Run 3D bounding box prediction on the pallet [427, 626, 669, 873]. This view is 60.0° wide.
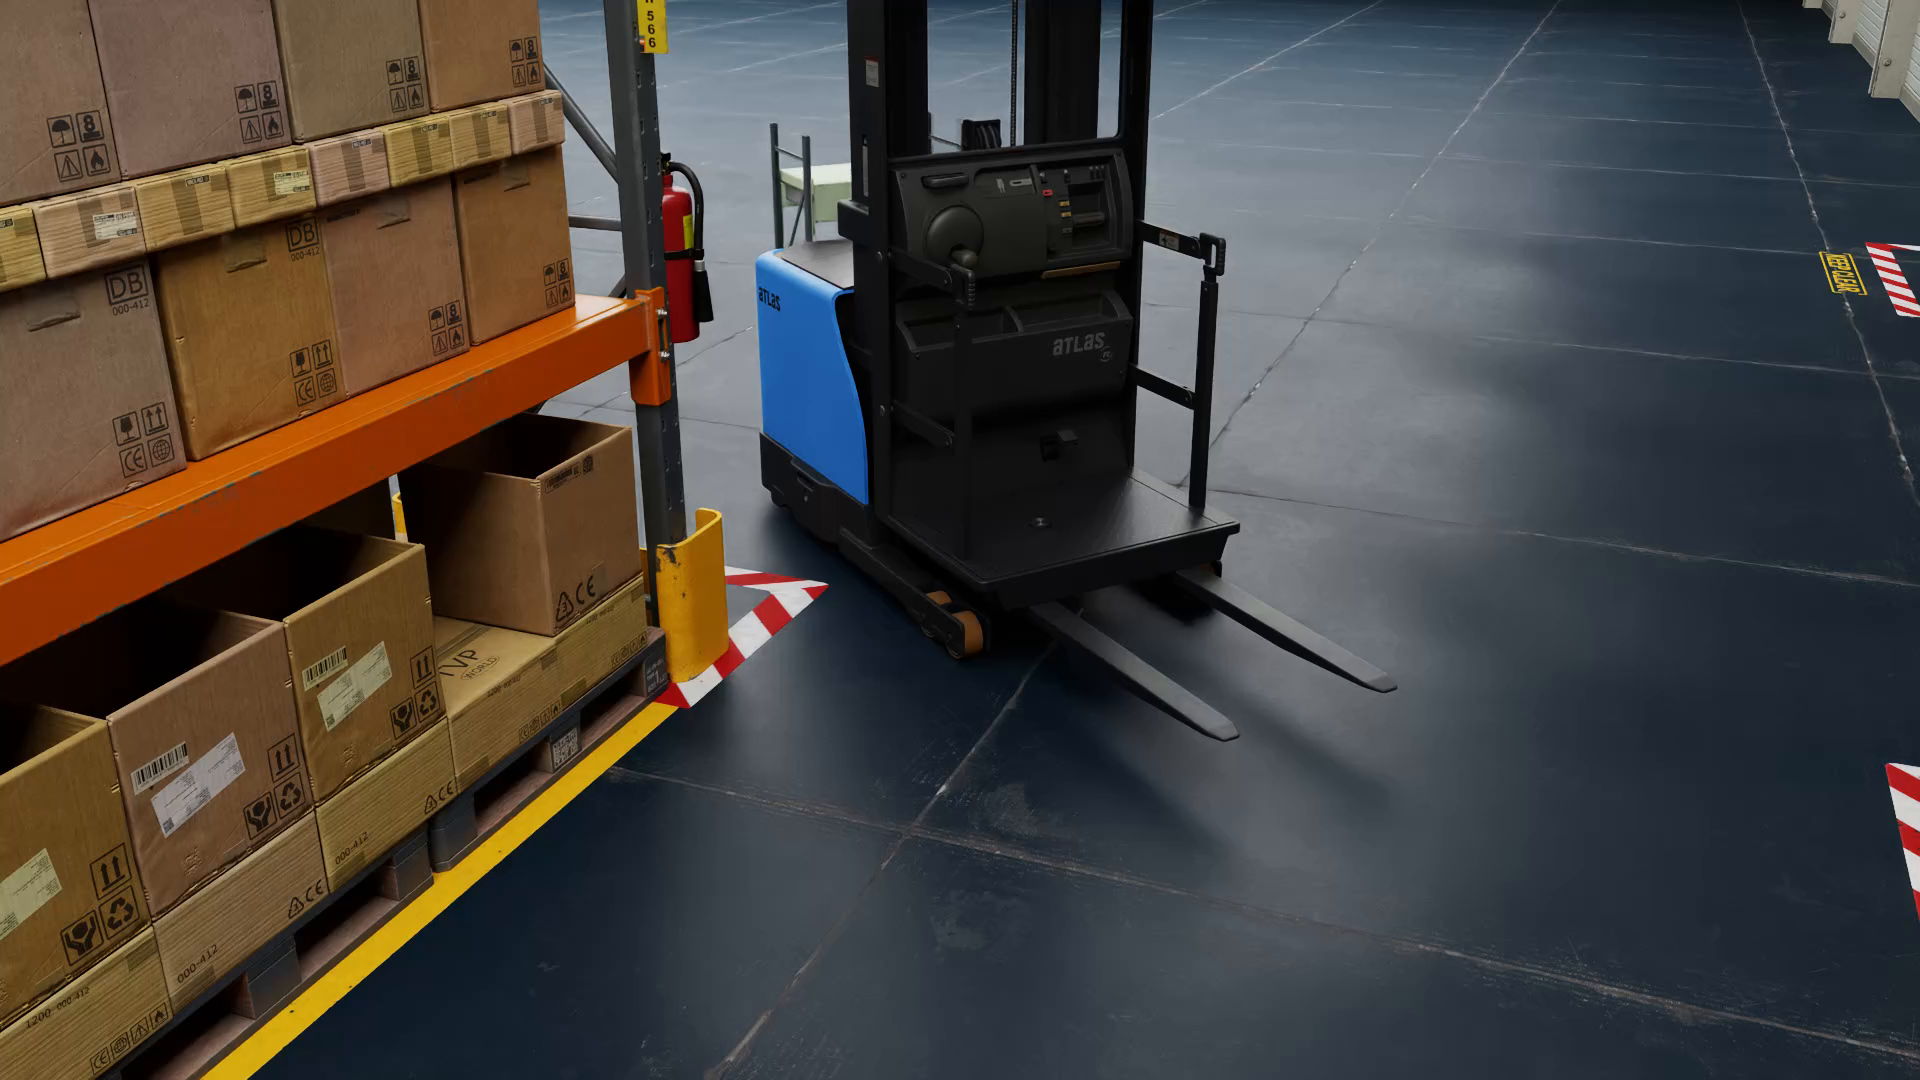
[{"bbox_3d":[-1.651,0.535,5.195,1.003,0.211,1.213,9,24,20],"label":"pallet"}]

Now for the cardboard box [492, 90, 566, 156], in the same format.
[{"bbox_3d":[-1.371,-1.213,4.790,0.380,0.149,0.250,8,24,19],"label":"cardboard box"}]

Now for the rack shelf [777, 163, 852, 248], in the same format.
[{"bbox_3d":[-0.391,-1.459,7.284,0.720,0.370,0.431,-11,25,-25],"label":"rack shelf"}]

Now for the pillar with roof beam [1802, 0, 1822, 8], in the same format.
[{"bbox_3d":[10.884,-14.069,28.757,9.100,9.000,0.400,9,24,20],"label":"pillar with roof beam"}]

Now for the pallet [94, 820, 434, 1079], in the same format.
[{"bbox_3d":[-2.106,0.970,4.154,1.003,0.211,1.213,9,24,20],"label":"pallet"}]

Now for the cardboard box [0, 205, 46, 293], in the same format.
[{"bbox_3d":[-2.040,-0.569,3.248,0.380,0.149,0.250,9,24,20],"label":"cardboard box"}]

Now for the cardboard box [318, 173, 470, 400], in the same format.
[{"bbox_3d":[-1.782,-0.724,4.461,0.700,0.500,0.500,9,24,21],"label":"cardboard box"}]

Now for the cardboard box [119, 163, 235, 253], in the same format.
[{"bbox_3d":[-1.851,-0.749,3.681,0.380,0.149,0.250,9,24,22],"label":"cardboard box"}]

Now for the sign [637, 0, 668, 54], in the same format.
[{"bbox_3d":[-0.907,-1.592,4.861,0.100,0.325,0.005,9,24,20],"label":"sign"}]

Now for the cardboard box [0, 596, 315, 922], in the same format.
[{"bbox_3d":[-1.874,0.471,3.781,0.500,0.500,0.500,9,24,20],"label":"cardboard box"}]

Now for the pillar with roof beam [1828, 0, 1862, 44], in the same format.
[{"bbox_3d":[8.656,-11.922,23.617,9.100,9.000,0.400,9,24,20],"label":"pillar with roof beam"}]

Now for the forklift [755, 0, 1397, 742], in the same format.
[{"bbox_3d":[0.309,-1.141,5.678,1.130,2.935,3.031,-12,26,-27],"label":"forklift"}]

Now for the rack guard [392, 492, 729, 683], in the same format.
[{"bbox_3d":[-1.397,0.113,5.830,1.175,0.500,0.348,9,24,20],"label":"rack guard"}]

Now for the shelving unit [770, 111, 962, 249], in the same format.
[{"bbox_3d":[-0.391,-1.099,7.434,0.755,1.500,0.431,-11,25,-25],"label":"shelving unit"}]

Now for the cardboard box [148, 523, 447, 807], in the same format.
[{"bbox_3d":[-1.687,0.292,4.209,0.500,0.500,0.500,9,24,20],"label":"cardboard box"}]

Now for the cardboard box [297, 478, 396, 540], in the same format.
[{"bbox_3d":[-1.996,0.037,4.820,0.500,0.500,0.500,9,24,20],"label":"cardboard box"}]

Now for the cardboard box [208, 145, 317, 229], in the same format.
[{"bbox_3d":[-1.755,-0.844,3.907,0.380,0.149,0.250,10,25,22],"label":"cardboard box"}]

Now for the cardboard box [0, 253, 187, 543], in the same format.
[{"bbox_3d":[-2.164,-0.358,3.585,0.700,0.500,0.500,10,24,22],"label":"cardboard box"}]

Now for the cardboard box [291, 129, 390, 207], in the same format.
[{"bbox_3d":[-1.657,-0.938,4.132,0.380,0.149,0.250,9,24,21],"label":"cardboard box"}]

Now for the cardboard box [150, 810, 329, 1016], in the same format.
[{"bbox_3d":[-1.877,0.816,3.926,0.500,0.250,0.500,9,24,20],"label":"cardboard box"}]

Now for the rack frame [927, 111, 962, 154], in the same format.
[{"bbox_3d":[-0.065,-1.163,7.588,0.023,1.500,0.400,-11,25,-25],"label":"rack frame"}]

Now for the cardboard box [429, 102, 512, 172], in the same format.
[{"bbox_3d":[-1.467,-1.119,4.566,0.380,0.149,0.250,9,24,21],"label":"cardboard box"}]

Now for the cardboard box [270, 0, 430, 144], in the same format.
[{"bbox_3d":[-1.801,-1.303,4.165,0.700,0.500,0.500,8,24,19],"label":"cardboard box"}]

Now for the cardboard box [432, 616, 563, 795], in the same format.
[{"bbox_3d":[-1.505,0.459,4.783,0.500,0.250,0.500,9,24,20],"label":"cardboard box"}]

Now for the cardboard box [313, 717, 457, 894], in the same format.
[{"bbox_3d":[-1.690,0.638,4.354,0.500,0.250,0.500,9,24,20],"label":"cardboard box"}]

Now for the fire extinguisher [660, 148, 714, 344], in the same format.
[{"bbox_3d":[-0.931,-0.971,5.284,0.296,0.674,0.183,9,24,20],"label":"fire extinguisher"}]

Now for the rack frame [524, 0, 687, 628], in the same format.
[{"bbox_3d":[-1.406,-1.031,5.327,1.000,3.000,0.127,9,24,20],"label":"rack frame"}]

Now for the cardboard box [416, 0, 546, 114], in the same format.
[{"bbox_3d":[-1.611,-1.492,4.617,0.700,0.500,0.500,9,24,20],"label":"cardboard box"}]

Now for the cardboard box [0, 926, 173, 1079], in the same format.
[{"bbox_3d":[-2.057,0.996,3.496,0.500,0.250,0.500,9,24,20],"label":"cardboard box"}]

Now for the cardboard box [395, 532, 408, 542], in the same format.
[{"bbox_3d":[-1.812,0.204,5.393,0.500,0.250,0.500,9,24,20],"label":"cardboard box"}]

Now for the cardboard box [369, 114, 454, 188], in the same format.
[{"bbox_3d":[-1.562,-1.027,4.347,0.380,0.149,0.250,8,24,19],"label":"cardboard box"}]

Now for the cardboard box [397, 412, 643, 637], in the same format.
[{"bbox_3d":[-1.329,-0.068,5.070,0.500,0.500,0.500,9,24,20],"label":"cardboard box"}]

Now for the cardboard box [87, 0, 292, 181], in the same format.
[{"bbox_3d":[-1.988,-1.122,3.733,0.700,0.500,0.500,9,24,20],"label":"cardboard box"}]

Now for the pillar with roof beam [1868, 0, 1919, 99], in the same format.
[{"bbox_3d":[6.427,-9.775,18.477,9.100,9.000,0.400,9,24,20],"label":"pillar with roof beam"}]

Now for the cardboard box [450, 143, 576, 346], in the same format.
[{"bbox_3d":[-1.591,-0.912,4.912,0.700,0.500,0.500,9,24,20],"label":"cardboard box"}]

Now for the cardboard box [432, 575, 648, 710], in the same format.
[{"bbox_3d":[-1.331,0.278,5.216,0.500,0.250,0.500,9,24,20],"label":"cardboard box"}]

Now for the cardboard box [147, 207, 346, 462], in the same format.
[{"bbox_3d":[-1.972,-0.547,4.038,0.700,0.500,0.500,9,24,20],"label":"cardboard box"}]

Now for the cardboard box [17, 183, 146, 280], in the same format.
[{"bbox_3d":[-1.945,-0.657,3.461,0.380,0.149,0.250,8,24,19],"label":"cardboard box"}]

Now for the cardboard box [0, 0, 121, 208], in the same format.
[{"bbox_3d":[-2.174,-0.943,3.303,0.700,0.500,0.500,9,24,20],"label":"cardboard box"}]

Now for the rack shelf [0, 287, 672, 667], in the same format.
[{"bbox_3d":[-2.149,0.016,3.753,1.077,0.370,4.000,9,24,20],"label":"rack shelf"}]

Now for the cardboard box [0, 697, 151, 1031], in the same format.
[{"bbox_3d":[-2.058,0.650,3.352,0.500,0.500,0.500,9,24,20],"label":"cardboard box"}]

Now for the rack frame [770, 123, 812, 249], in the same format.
[{"bbox_3d":[-0.717,-1.035,7.281,0.023,1.500,0.400,-11,25,-25],"label":"rack frame"}]
